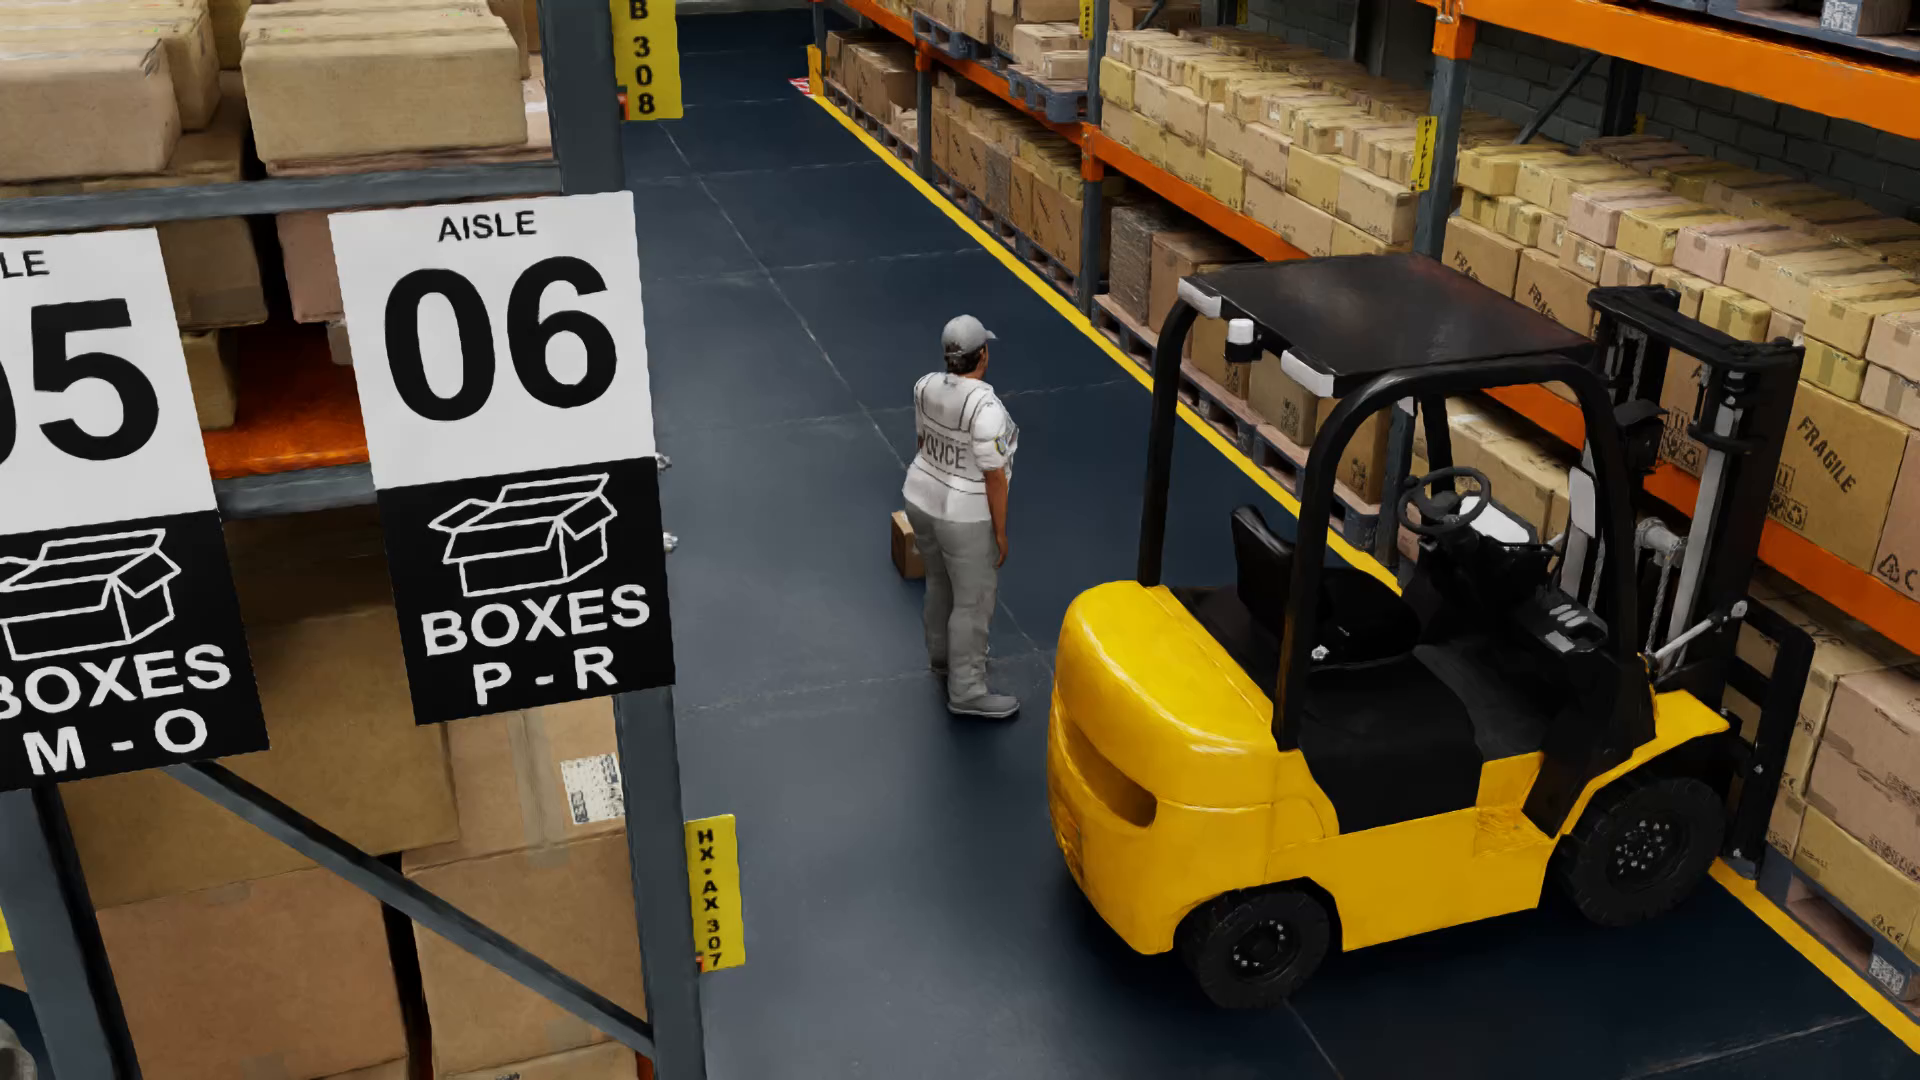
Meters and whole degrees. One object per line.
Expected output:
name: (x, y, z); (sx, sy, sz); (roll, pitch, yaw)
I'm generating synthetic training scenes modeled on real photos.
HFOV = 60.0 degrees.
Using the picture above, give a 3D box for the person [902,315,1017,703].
person: (0.001, -0.140, 6.751); (0.392, 1.591, 0.534); (-21, 33, -35)
